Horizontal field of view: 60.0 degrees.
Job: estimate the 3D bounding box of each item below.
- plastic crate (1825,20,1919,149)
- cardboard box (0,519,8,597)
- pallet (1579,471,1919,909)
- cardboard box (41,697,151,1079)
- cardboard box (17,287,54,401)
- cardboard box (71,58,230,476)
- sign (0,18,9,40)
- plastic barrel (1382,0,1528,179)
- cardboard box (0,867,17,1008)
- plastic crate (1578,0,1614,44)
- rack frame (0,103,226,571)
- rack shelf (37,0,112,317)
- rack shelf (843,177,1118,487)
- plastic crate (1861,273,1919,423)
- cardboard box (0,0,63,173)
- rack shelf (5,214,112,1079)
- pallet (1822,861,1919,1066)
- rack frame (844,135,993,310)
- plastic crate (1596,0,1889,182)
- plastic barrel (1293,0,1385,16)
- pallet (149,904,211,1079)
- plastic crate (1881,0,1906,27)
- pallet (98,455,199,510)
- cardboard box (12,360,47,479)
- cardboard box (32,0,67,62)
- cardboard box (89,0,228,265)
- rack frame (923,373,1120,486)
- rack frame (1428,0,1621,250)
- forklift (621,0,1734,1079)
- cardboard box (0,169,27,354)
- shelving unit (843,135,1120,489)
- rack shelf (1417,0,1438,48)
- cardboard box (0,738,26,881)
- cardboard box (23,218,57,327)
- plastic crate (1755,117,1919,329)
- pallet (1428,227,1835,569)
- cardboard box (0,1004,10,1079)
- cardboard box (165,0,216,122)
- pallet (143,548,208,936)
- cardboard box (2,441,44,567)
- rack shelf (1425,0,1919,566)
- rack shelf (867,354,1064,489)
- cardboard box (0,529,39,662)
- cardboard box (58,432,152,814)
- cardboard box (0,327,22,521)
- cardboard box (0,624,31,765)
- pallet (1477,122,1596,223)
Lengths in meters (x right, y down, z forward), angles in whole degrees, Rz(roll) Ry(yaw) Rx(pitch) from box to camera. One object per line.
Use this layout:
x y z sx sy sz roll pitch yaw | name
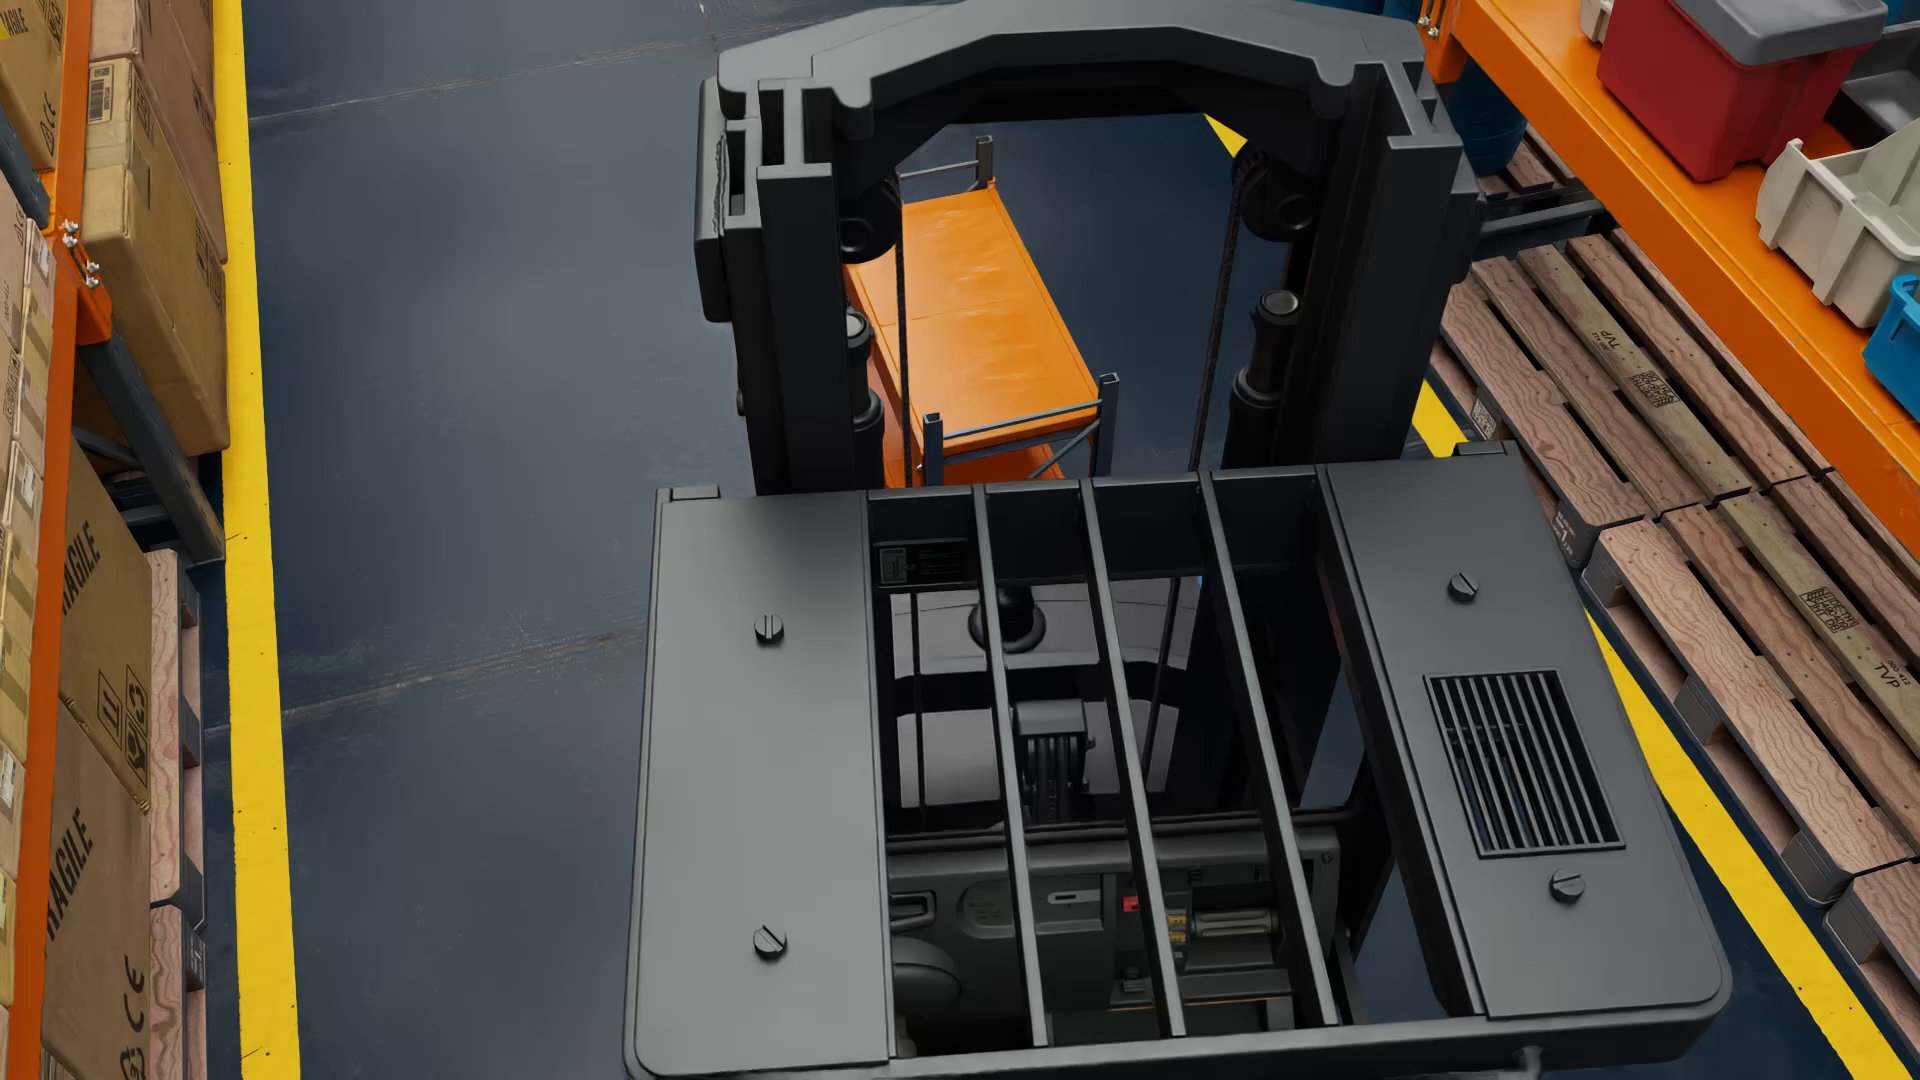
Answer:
2.532 -1.124 4.377 0.437 0.125 0.590 -13 51 -11 | plastic crate
-2.099 0.135 3.078 0.500 0.250 0.500 -12 51 -10 | cardboard box
2.563 0.369 4.801 1.003 0.211 1.213 -13 51 -11 | pallet
-2.402 0.876 3.664 0.875 0.875 0.875 -13 51 -11 | cardboard box
-2.307 -0.413 3.800 0.380 0.149 0.250 -12 51 -10 | cardboard box
-2.995 -0.744 5.030 1.225 0.875 0.875 -13 51 -11 | cardboard box
-2.257 -1.262 3.734 0.100 0.325 0.005 -13 51 -11 | sign
1.800 -1.811 5.912 0.600 0.901 0.708 -13 51 -11 | plastic barrel
-1.850 0.715 2.850 0.380 0.149 0.250 -14 51 -12 | cardboard box
1.946 -1.512 4.696 0.396 0.136 0.243 -13 51 -11 | plastic crate
-2.787 -0.830 3.988 1.000 3.000 0.127 -13 51 -11 | rack frame
-3.378 -2.059 5.495 1.077 0.370 4.000 -13 51 -11 | rack shelf
0.002 -0.546 4.592 0.538 0.278 1.000 -13 51 -11 | rack shelf
2.275 -0.436 3.726 0.416 0.233 0.300 -13 51 -11 | plastic crate
-2.684 -1.255 4.281 0.500 0.500 0.500 -13 51 -11 | cardboard box
-2.195 0.862 3.032 1.077 0.370 4.000 -13 51 -11 | rack shelf
2.921 1.259 4.051 1.003 0.211 1.213 -13 51 -11 | pallet
-0.148 -0.729 5.129 0.500 1.125 0.032 -13 51 -11 | rack frame
1.969 -1.281 4.287 0.402 0.464 0.583 -13 51 -11 | plastic crate
1.590 -2.328 6.348 0.600 0.901 0.708 -13 51 -11 | plastic barrel
-2.272 1.534 3.819 1.003 0.211 1.213 -13 51 -11 | pallet
2.408 -1.701 4.693 0.392 0.384 0.575 -13 51 -11 | plastic crate
-3.087 -0.478 5.515 1.003 0.211 1.213 -13 51 -11 | pallet
-2.232 -0.225 3.642 0.380 0.149 0.250 -14 51 -12 | cardboard box
-2.834 -1.622 4.590 0.500 0.500 0.500 -13 51 -11 | cardboard box
-3.260 -1.396 5.580 1.225 0.875 0.875 -15 51 -12 | cardboard box
0.152 0.014 4.503 0.500 1.125 0.032 -13 51 -11 | rack frame
1.944 -1.950 4.932 1.000 3.000 0.127 -13 51 -11 | rack frame
0.188 0.799 2.659 1.130 2.935 3.031 -3 50 -3 | forklift
-2.406 -0.615 3.710 0.500 0.250 0.500 -14 51 -12 | cardboard box
0.002 -0.358 4.816 0.538 1.125 1.048 -13 51 -11 | shelving unit
1.353 -3.179 6.439 1.077 0.370 4.000 -13 51 -11 | rack shelf
-1.929 0.524 3.011 0.380 0.149 0.250 -13 51 -10 | cardboard box
-2.384 -0.601 3.959 0.380 0.149 0.250 -13 51 -11 | cardboard box
2.220 -0.775 3.979 0.437 0.282 0.530 -13 51 -11 | plastic crate
2.199 -0.523 5.553 1.003 0.211 1.213 -13 51 -11 | pallet
-1.776 0.900 2.694 0.380 0.149 0.250 -14 51 -11 | cardboard box
-3.529 -2.041 6.124 1.225 0.875 0.875 -13 51 -11 | cardboard box
-2.637 0.641 4.571 1.003 0.211 1.213 -13 51 -11 | pallet
-2.156 -0.038 3.484 0.380 0.149 0.250 -12 51 -10 | cardboard box
2.536 -0.258 3.976 1.077 0.370 4.000 -13 51 -11 | rack shelf
0.002 -0.200 5.003 0.538 0.278 1.000 -13 51 -11 | rack shelf
-2.079 0.151 3.325 0.380 0.149 0.250 -12 51 -10 | cardboard box
-2.668 0.219 4.218 0.875 0.875 0.875 -13 51 -11 | cardboard box
-2.250 -0.237 3.392 0.500 0.250 0.500 -12 51 -10 | cardboard box
-2.003 0.338 3.168 0.380 0.149 0.250 -14 51 -12 | cardboard box
1.756 -1.625 6.481 1.003 0.211 1.213 -13 51 -11 | pallet
